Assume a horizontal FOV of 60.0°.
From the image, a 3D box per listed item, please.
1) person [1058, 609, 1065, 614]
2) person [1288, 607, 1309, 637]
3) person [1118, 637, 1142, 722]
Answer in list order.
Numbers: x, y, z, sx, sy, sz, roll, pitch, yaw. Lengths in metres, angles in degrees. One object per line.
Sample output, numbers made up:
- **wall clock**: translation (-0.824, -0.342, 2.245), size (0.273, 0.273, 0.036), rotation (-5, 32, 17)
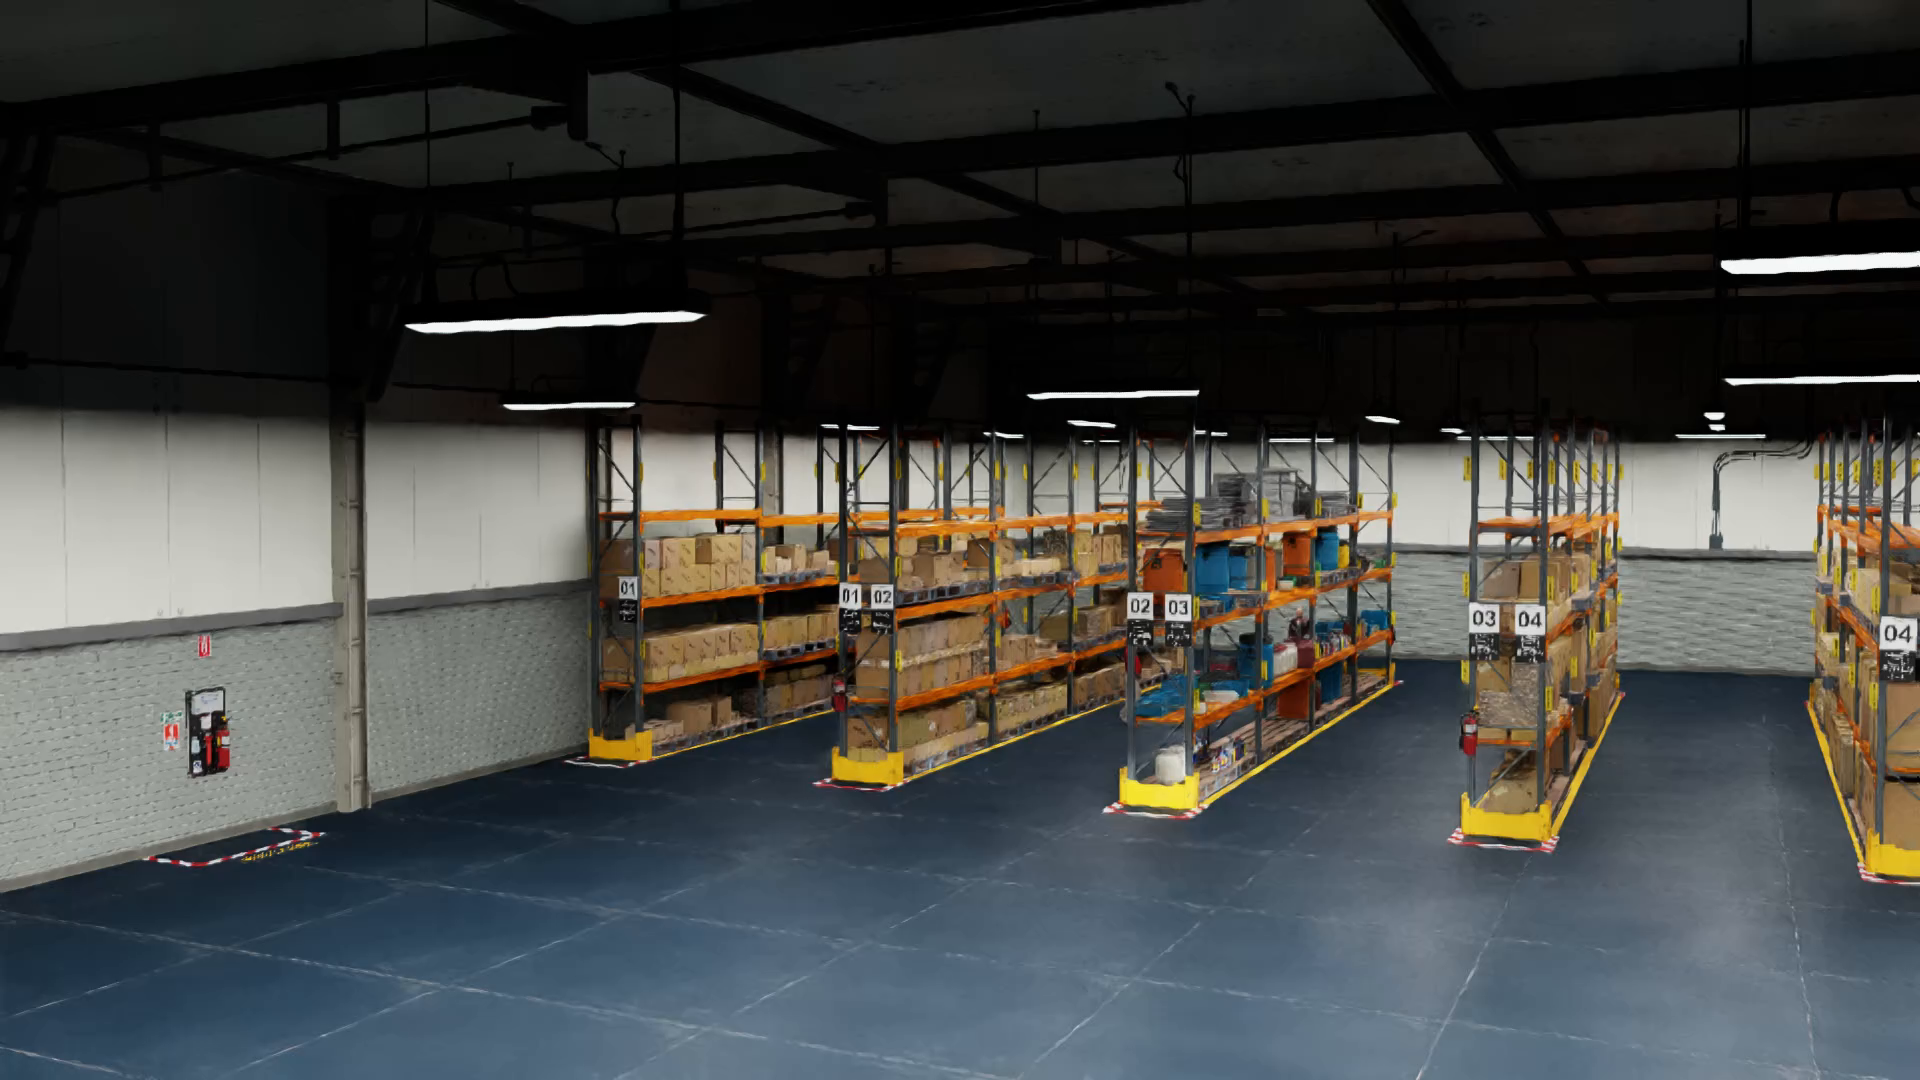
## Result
- **person**: translation (2.466, 2.502, 39.657), size (0.550, 1.709, 1.093), rotation (1, 3, 23)
- **person**: translation (8.250, 2.475, 40.364), size (0.598, 1.698, 1.193), rotation (1, 3, 27)
- **person**: translation (3.372, 2.780, 33.045), size (0.459, 1.725, 0.578), rotation (0, 2, 0)
